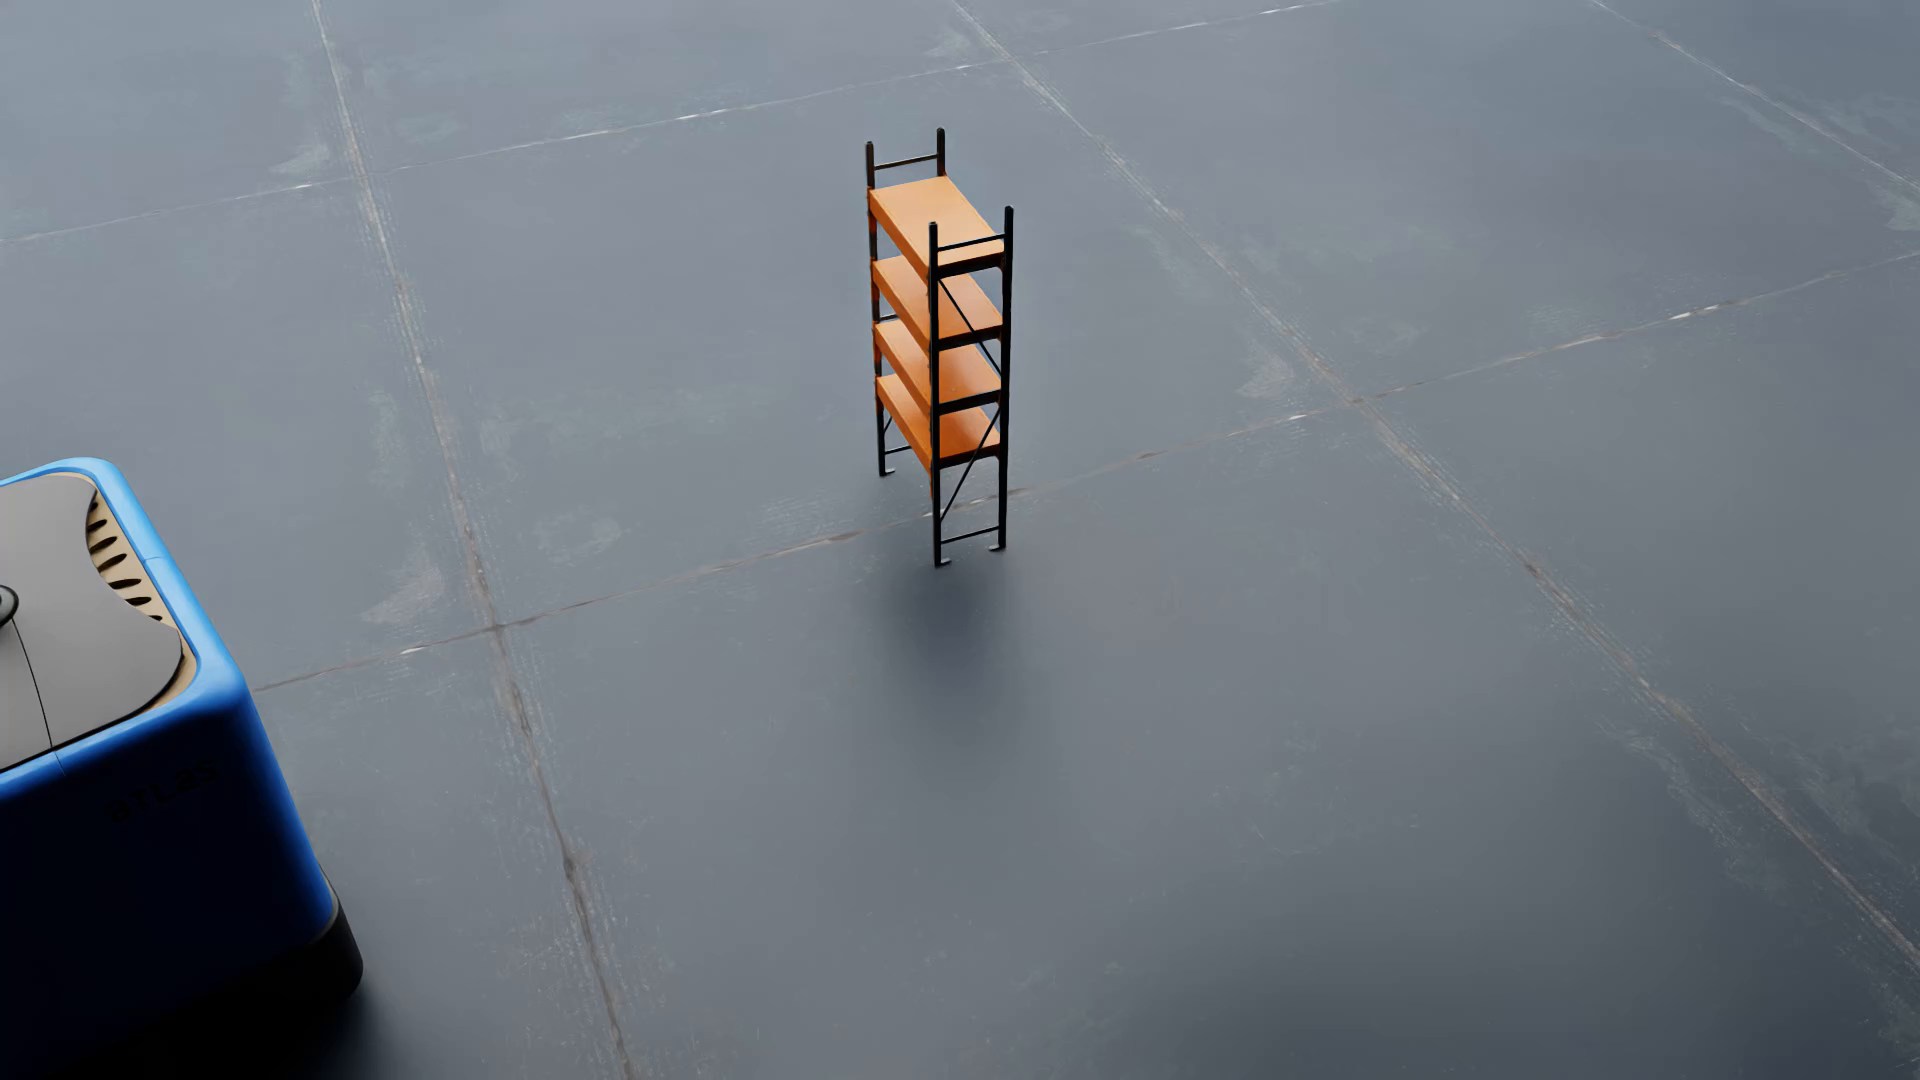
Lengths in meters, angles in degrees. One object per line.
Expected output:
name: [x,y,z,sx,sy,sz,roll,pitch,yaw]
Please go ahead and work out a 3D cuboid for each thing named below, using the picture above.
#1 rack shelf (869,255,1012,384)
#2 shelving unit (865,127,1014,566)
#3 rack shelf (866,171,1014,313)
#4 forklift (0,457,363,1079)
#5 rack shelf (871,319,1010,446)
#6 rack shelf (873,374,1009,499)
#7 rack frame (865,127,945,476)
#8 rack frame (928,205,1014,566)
rack shelf: [-0.063,-0.673,4.873,0.258,0.148,0.480,-15,43,-17]
shelving unit: [-0.063,-0.555,4.975,0.258,1.200,0.503,-15,43,-17]
rack shelf: [-0.063,-0.853,4.719,0.258,0.148,0.480,-15,43,-17]
forklift: [-2.898,0.315,2.636,3.031,2.935,1.130,-26,47,-27]
rack shelf: [-0.063,-0.504,5.019,0.258,0.148,0.480,-15,43,-17]
rack shelf: [-0.063,-0.353,5.148,0.258,0.148,0.480,-15,43,-17]
rack frame: [-0.157,-0.702,5.146,0.240,1.200,0.015,-15,43,-17]
rack frame: [0.030,-0.408,4.804,0.240,1.200,0.015,-15,43,-17]
